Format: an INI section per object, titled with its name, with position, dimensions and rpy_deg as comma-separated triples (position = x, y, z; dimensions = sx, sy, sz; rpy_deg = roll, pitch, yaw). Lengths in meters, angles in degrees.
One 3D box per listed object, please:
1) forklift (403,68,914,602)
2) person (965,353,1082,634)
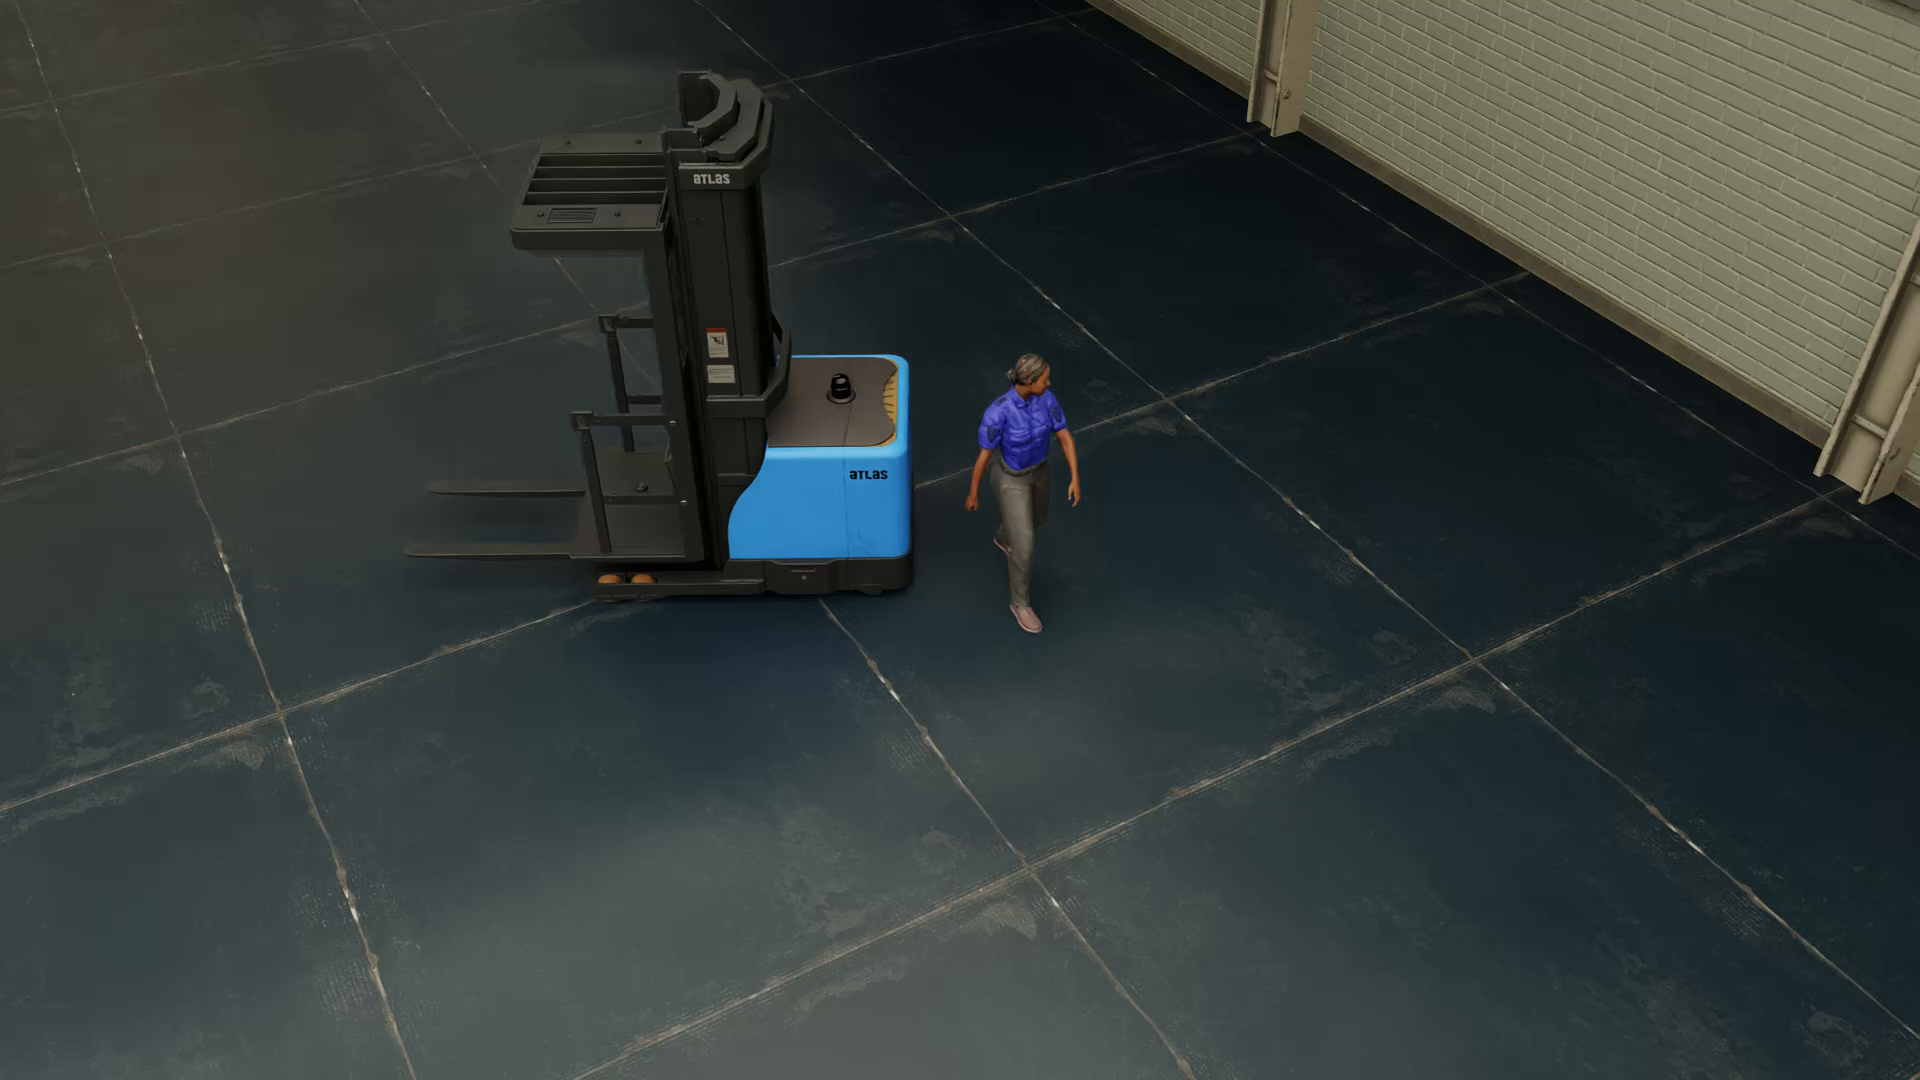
[forklift]
position = -1.802, -1.101, 9.364
dimensions = 3.031, 2.935, 1.130
rpy_deg = -1, 40, -1
[person]
position = 0.348, -0.324, 9.492
dimensions = 0.618, 1.585, 0.787
rpy_deg = -30, 48, -31
